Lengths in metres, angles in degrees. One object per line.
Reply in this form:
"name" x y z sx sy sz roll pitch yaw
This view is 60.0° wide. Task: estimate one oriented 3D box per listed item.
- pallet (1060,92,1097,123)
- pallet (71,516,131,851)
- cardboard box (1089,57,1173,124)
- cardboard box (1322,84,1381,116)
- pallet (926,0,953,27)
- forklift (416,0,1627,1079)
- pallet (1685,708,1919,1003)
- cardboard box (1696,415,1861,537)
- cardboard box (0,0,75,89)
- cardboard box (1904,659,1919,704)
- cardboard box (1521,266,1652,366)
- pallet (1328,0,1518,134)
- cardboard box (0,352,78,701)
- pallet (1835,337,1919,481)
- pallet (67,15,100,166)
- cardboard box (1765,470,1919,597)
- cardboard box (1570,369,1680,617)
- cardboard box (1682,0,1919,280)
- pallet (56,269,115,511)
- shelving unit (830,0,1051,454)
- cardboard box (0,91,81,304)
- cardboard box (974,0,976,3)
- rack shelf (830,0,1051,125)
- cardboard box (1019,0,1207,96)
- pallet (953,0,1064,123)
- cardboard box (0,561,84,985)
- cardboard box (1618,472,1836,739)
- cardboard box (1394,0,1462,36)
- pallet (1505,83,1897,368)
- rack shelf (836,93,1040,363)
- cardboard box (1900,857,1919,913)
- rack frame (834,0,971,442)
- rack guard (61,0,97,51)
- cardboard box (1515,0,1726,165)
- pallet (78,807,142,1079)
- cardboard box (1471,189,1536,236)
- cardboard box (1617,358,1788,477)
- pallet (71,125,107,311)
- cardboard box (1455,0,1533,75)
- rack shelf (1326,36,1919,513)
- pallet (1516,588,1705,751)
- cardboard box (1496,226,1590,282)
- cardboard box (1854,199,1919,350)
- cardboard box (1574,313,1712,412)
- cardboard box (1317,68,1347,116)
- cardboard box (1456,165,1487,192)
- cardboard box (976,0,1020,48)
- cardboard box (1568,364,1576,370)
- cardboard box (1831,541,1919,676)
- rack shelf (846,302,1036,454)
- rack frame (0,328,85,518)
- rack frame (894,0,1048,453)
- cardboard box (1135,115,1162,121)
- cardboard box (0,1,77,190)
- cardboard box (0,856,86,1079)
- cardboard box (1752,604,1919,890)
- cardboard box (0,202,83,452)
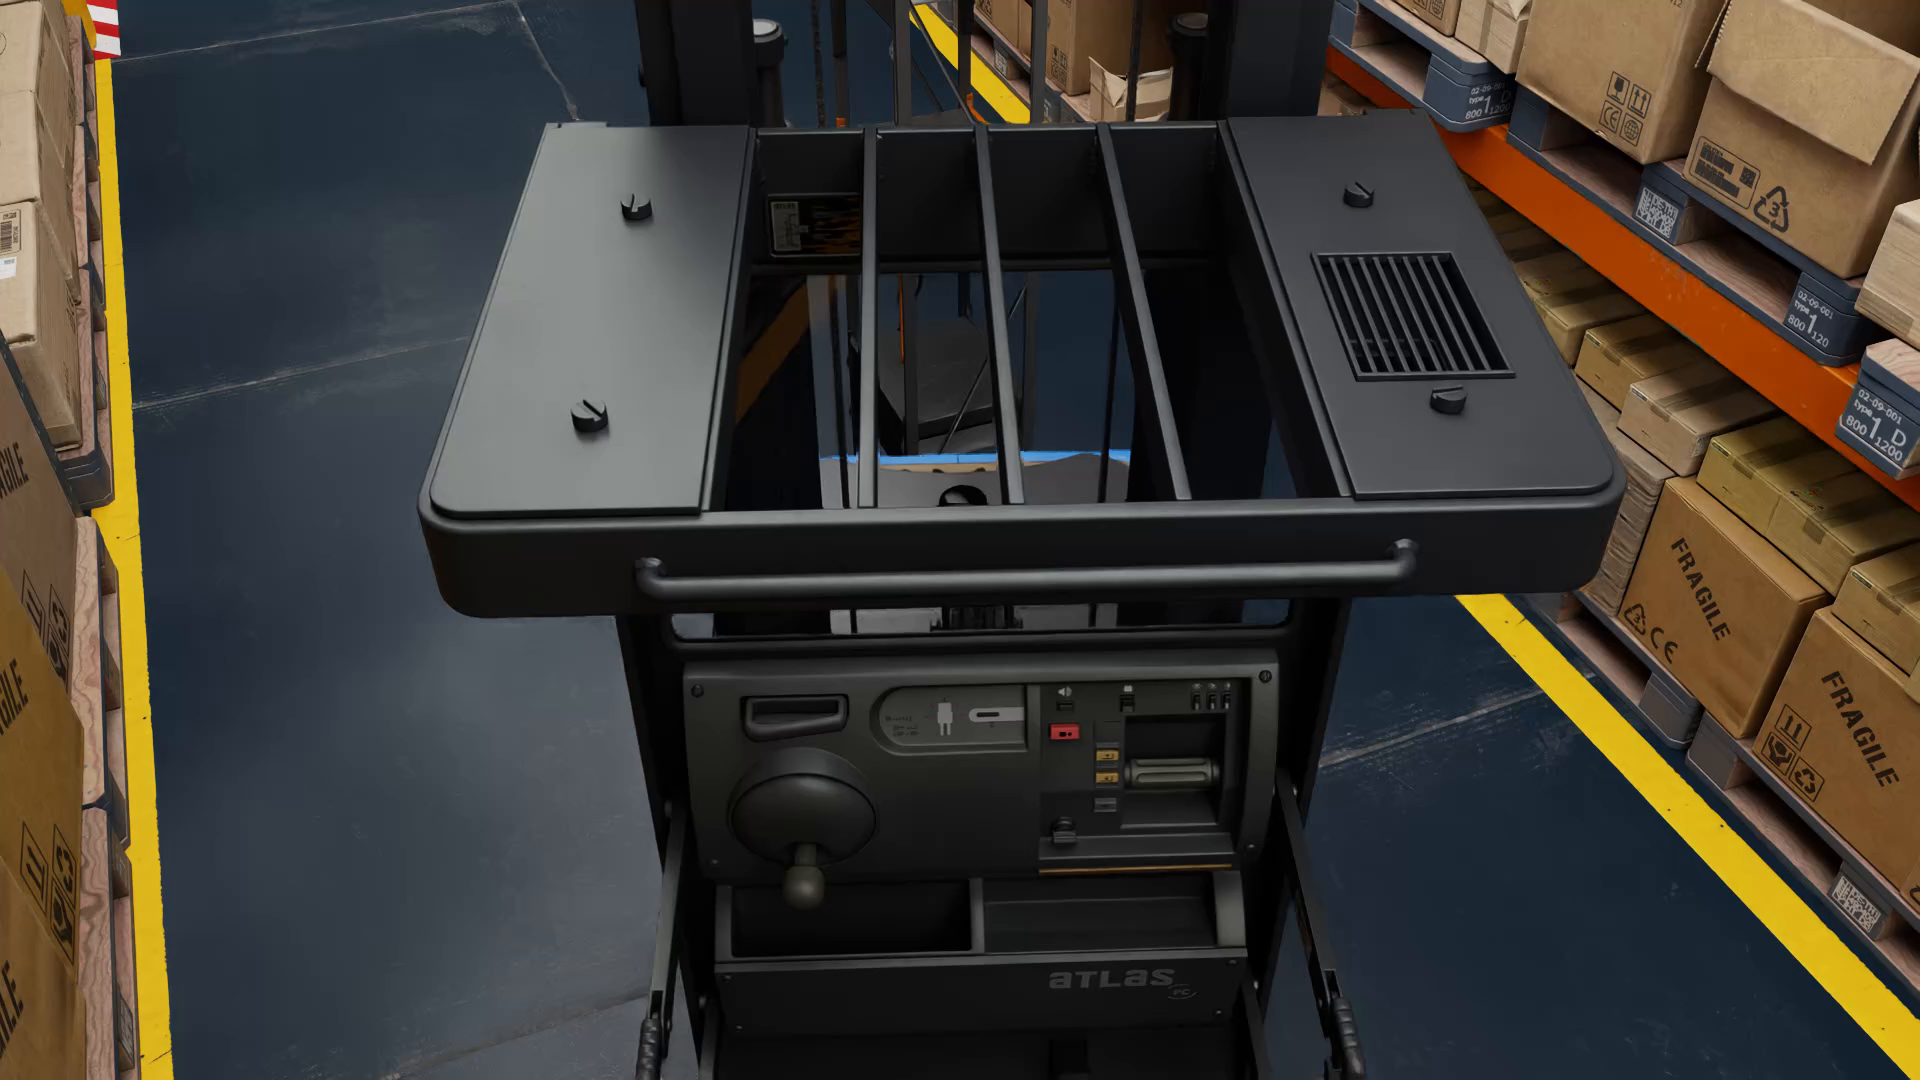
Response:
"pallet" 1.116 -1.610 6.960 1.003 0.211 1.213 -15 43 -17
"pallet" -2.842 0.490 4.518 1.003 0.211 1.213 -15 43 -17
"cardboard box" 0.757 -1.853 6.879 0.396 0.266 0.258 -14 43 -15
"cardboard box" 1.413 -1.397 5.443 0.380 0.149 0.250 -17 44 -19
"pallet" 0.183 -3.080 8.670 1.003 0.211 1.213 -15 43 -17
"forklift" 0.046 0.457 2.471 1.130 2.935 3.031 -1 41 -2
"pallet" 2.658 0.754 4.211 1.003 0.211 1.213 -15 43 -17
"cardboard box" 2.137 -0.182 4.259 0.380 0.149 0.250 -16 43 -17
"cardboard box" -4.392 -2.238 7.194 0.875 0.438 0.875 -17 43 -18
"cardboard box" 2.352 0.308 3.689 0.380 0.149 0.250 -17 44 -19
"cardboard box" 1.827 -0.657 4.811 0.380 0.149 0.250 -14 43 -15
"pallet" 1.583 -1.672 5.041 1.003 0.211 1.213 -15 43 -17
"cardboard box" -2.895 -0.013 4.272 0.875 0.875 0.875 -14 43 -16
"pallet" 2.584 -0.162 3.285 1.213 0.211 1.003 -15 43 -17
"pallet" -4.359 -1.903 7.301 1.003 0.211 1.213 -15 43 -17
"cardboard box" 2.233 -0.032 4.084 0.380 0.149 0.250 -14 43 -16
"cardboard box" 1.948 -0.183 4.758 0.500 0.500 0.500 -17 43 -18
"cardboard box" 2.113 -0.979 3.687 0.797 0.503 0.637 -16 43 -18
"pallet" -3.425 -0.433 5.592 1.003 0.211 1.213 -15 43 -17
"shelving unit" -0.063 -0.896 4.681 0.431 2.100 0.503 -15 43 -17
"cardboard box" -3.691 -1.145 5.924 0.875 0.438 0.875 -16 43 -18
"cardboard box" 0.285 -2.958 7.984 0.700 0.500 0.500 -13 42 -15
"rack shelf" -0.063 -1.416 4.234 0.431 0.518 0.480 -15 43 -17
"cardboard box" 0.682 -2.332 7.257 0.700 0.500 0.500 -17 43 -18
"pallet" 0.646 -2.346 7.816 1.003 0.211 1.213 -15 43 -17
"cardboard box" -2.543 0.529 3.641 0.875 0.875 0.875 -14 43 -16
"cardboard box" 2.164 0.125 4.399 0.500 0.500 0.500 -13 42 -15
"cardboard box" 1.555 -1.791 4.634 0.700 0.500 0.500 -15 43 -16
"pallet" 2.160 -0.941 4.191 1.003 0.211 1.213 -15 43 -17
"rack shelf" -0.063 -0.885 4.690 0.431 0.518 0.480 -15 43 -17
"cardboard box" 2.548 0.744 3.680 0.500 0.500 0.500 -14 43 -16
"rack frame" -0.157 -1.043 4.852 0.400 2.100 0.015 -15 43 -17
"rack guard" -4.746 -2.489 7.761 1.175 0.500 0.348 -15 43 -17
"cardboard box" 1.855 -1.319 4.084 0.700 0.500 0.500 -15 43 -17
"pallet" -2.371 1.227 3.662 1.003 0.211 1.213 -15 43 -17
"cardboard box" 1.673 -0.967 5.172 0.380 0.149 0.250 -16 43 -18
"cardboard box" 2.004 -0.341 4.444 0.380 0.149 0.250 -17 44 -19
"pallet" -3.896 -1.169 6.448 1.003 0.211 1.213 -15 43 -17
"cardboard box" 1.555 -1.429 4.392 0.396 0.266 0.258 -13 42 -15
"rack shelf" 2.143 -0.776 4.403 1.077 0.370 4.000 -15 43 -17
"pallet" 2.195 0.021 5.064 1.003 0.211 1.213 -15 43 -17
"cardboard box" 1.734 -0.807 4.986 0.380 0.149 0.250 -15 43 -17
"cardboard box" 2.206 -0.501 3.325 0.500 0.250 0.500 -17 44 -19
"cardboard box" 1.957 -0.502 4.631 0.380 0.149 0.250 -15 43 -17
"cardboard box" 1.325 -1.556 5.629 0.380 0.149 0.250 -16 43 -18
"cardboard box" 1.556 -1.129 5.360 0.380 0.149 0.250 -17 44 -19
"cardboard box" 0.395 -2.614 7.585 0.500 0.500 0.500 -14 43 -16
"cardboard box" 1.755 -0.497 5.123 0.500 0.500 0.500 -16 43 -18
"cardboard box" 2.292 0.138 3.886 0.380 0.149 0.250 -16 43 -18
"rack shelf" -0.063 -0.355 5.147 0.431 0.518 0.480 -15 43 -17
"rack frame" -3.207 -1.013 4.127 1.000 3.000 0.127 -15 43 -17
"rack frame" 0.030 -0.749 4.510 0.400 2.100 0.015 -15 43 -17
"cardboard box" 0.894 -1.594 6.668 0.380 0.149 0.250 -16 43 -18
"cardboard box" -4.034 -1.688 6.556 0.875 0.438 0.875 -14 43 -16
"cardboard box" -2.201 1.068 3.015 0.875 0.875 0.875 -15 43 -16
"cardboard box" 2.366 0.440 4.033 0.500 0.500 0.500 -16 43 -17
"cardboard box" -3.348 -0.606 5.297 0.875 0.438 0.875 -16 43 -17
